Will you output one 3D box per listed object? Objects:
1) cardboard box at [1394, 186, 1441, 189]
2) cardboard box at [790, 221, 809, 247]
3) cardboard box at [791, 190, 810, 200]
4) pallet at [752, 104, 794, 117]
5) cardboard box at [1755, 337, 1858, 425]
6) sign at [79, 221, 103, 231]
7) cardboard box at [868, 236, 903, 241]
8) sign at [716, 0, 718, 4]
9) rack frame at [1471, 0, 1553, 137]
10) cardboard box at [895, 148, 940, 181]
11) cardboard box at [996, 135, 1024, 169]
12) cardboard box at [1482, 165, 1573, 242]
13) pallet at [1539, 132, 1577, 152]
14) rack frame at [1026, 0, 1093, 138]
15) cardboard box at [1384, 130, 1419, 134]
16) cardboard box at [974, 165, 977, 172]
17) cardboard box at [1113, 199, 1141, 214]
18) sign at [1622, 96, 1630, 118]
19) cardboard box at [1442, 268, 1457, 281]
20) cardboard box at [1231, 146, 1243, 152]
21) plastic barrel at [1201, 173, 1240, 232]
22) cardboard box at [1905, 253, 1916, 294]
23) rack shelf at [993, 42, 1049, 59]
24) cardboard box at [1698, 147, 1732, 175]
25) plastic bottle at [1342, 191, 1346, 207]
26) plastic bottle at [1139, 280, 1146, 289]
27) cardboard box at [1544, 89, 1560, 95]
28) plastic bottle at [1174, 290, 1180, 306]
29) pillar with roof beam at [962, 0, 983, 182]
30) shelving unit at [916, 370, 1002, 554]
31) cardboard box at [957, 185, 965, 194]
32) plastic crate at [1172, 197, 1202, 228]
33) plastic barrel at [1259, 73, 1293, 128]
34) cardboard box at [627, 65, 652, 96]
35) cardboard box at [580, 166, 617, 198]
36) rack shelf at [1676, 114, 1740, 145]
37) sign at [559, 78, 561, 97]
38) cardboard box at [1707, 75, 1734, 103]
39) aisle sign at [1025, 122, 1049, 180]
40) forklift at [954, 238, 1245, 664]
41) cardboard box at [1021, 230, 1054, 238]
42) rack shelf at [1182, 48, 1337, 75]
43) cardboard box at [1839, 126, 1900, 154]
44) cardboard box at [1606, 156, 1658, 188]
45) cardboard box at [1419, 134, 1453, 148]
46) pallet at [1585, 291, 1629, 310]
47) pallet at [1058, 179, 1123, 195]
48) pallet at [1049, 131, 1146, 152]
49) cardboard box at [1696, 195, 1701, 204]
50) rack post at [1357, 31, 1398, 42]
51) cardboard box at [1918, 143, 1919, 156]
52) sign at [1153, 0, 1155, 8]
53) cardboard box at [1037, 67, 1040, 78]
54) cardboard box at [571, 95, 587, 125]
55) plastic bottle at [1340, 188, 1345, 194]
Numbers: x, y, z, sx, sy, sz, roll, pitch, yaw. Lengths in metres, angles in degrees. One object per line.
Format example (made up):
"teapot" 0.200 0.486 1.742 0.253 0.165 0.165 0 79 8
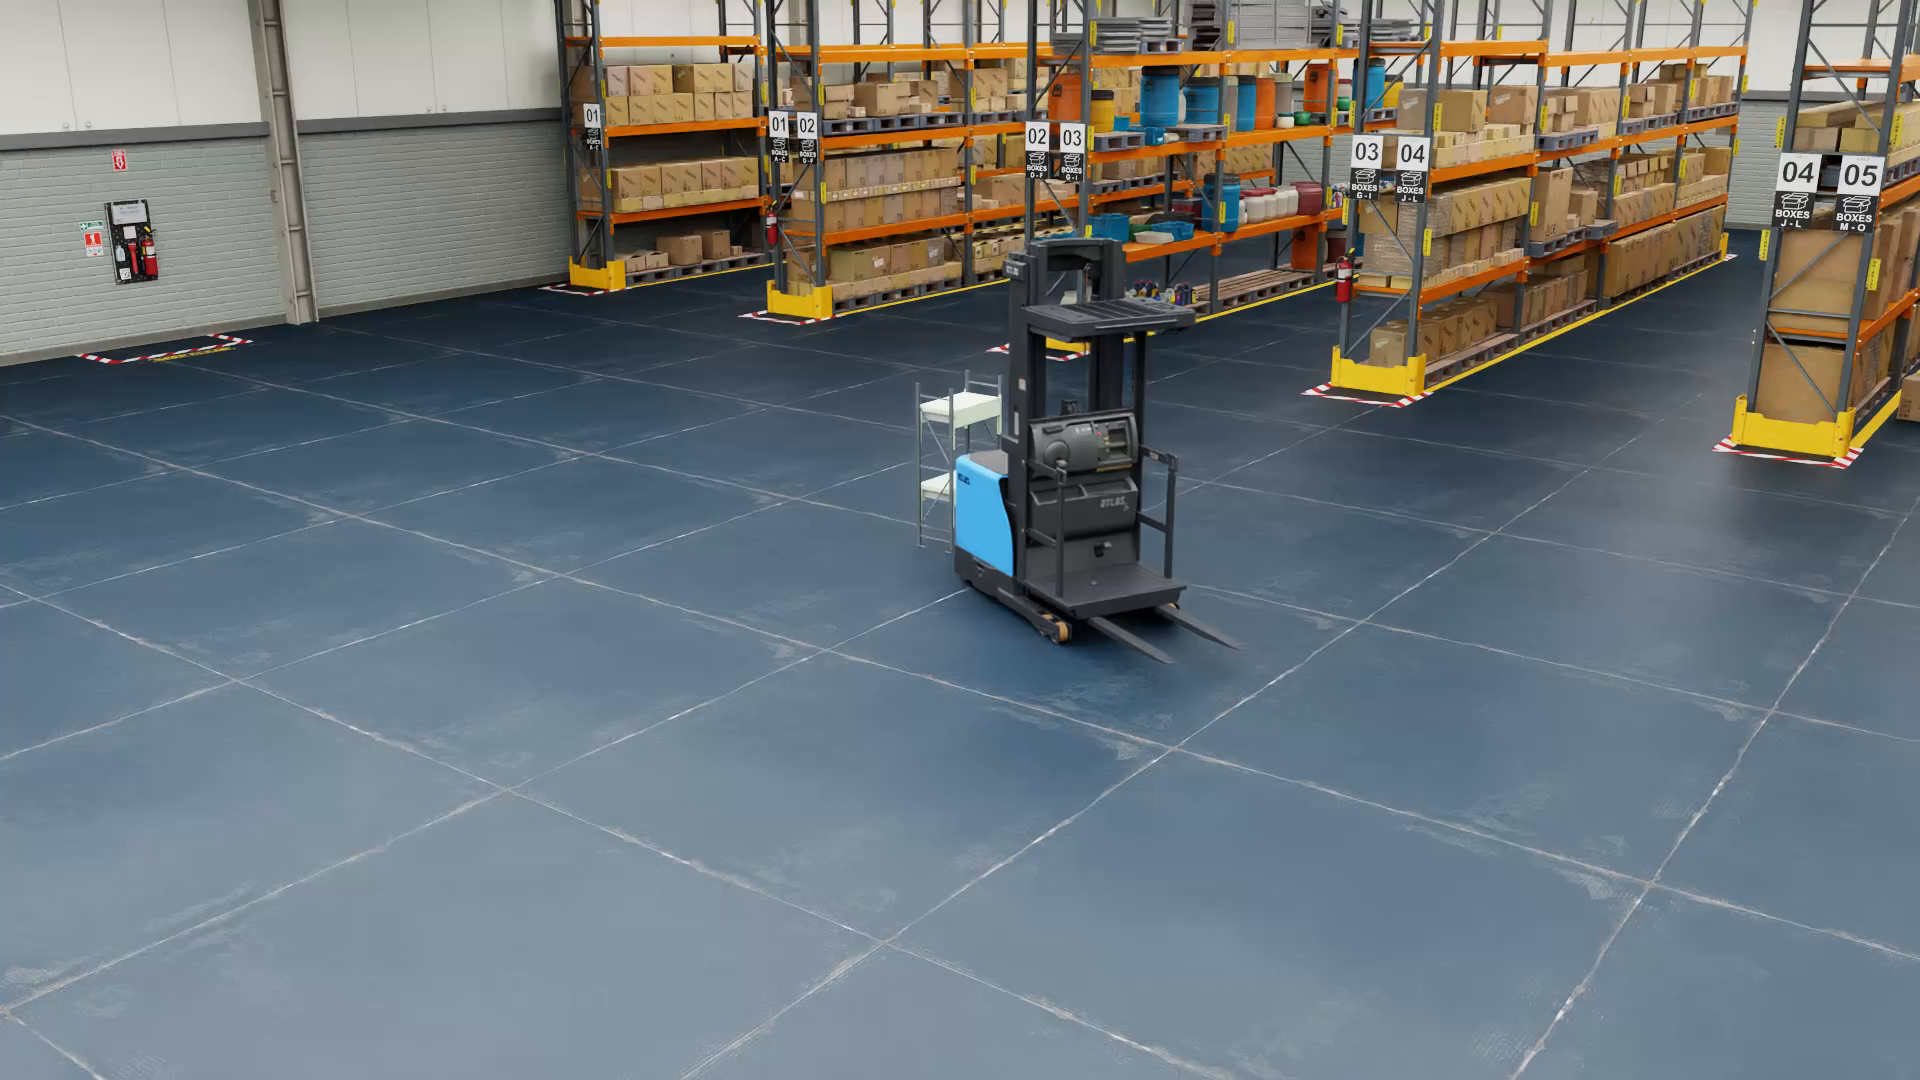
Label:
"cardboard box" 6.077 -4.456 22.185 0.500 0.500 0.500 12 21 35
"cardboard box" -3.503 -6.280 33.889 0.700 0.500 0.500 12 21 34
"cardboard box" -2.524 -5.609 26.991 0.380 0.149 0.250 12 21 34
"pallet" -3.743 -8.425 32.580 1.213 0.211 1.003 12 21 35
"cardboard box" 9.629 -1.834 18.972 0.875 0.875 0.875 13 21 35
"sign" -12.338 -4.466 23.619 0.001 0.109 0.331 12 21 35
"cardboard box" -1.339 -5.032 29.058 0.500 0.500 0.500 12 21 35
"sign" -4.645 -10.437 31.844 0.100 0.325 0.005 12 21 35
"rack frame" 7.738 -7.193 23.239 1.000 3.000 0.127 12 21 35
"cardboard box" -0.775 -6.519 28.829 0.700 0.500 0.500 12 21 35
"cardboard box" 0.907 -9.129 39.083 0.980 0.700 0.700 13 21 36
"cardboard box" 8.324 -4.979 24.507 1.000 1.000 1.000 13 21 35
"pallet" 8.191 -5.799 24.125 1.213 0.211 1.003 12 21 35
"rack frame" 1.377 -7.115 22.990 1.000 3.000 0.127 12 21 35
"cardboard box" 5.724 -5.238 21.581 0.380 0.149 0.250 13 21 35
"cardboard box" 0.164 -8.427 37.718 0.380 0.149 0.250 12 21 35
"cardboard box" 3.471 -7.049 35.099 0.500 0.250 0.500 12 21 35
"sign" 10.556 -6.864 26.365 0.100 0.325 0.005 12 21 35
"cardboard box" 6.328 -3.516 21.936 0.380 0.149 0.250 12 21 35
"cardboard box" 5.979 -8.941 37.129 0.500 0.500 0.500 13 22 36
"plastic barrel" 4.234 -5.481 26.997 0.600 0.901 0.708 12 21 35
"cardboard box" 11.451 -3.409 20.917 0.875 0.550 0.550 12 21 35
"rack shelf" 1.762 -11.666 39.531 1.077 0.370 4.000 12 21 35
"cardboard box" 14.809 -7.452 32.676 0.500 0.500 0.500 13 21 35
"plastic bottle" 7.053 -6.280 30.612 0.061 0.283 0.133 12 21 35
"plastic bottle" 2.946 -4.029 26.892 0.144 0.351 0.185 13 22 36
"cardboard box" 9.036 -6.692 25.672 0.500 0.500 0.500 12 21 33
"plastic bottle" 3.430 -3.820 26.331 0.061 0.283 0.133 14 22 38
"pillar with roof beam" 3.750 -11.283 36.410 9.100 9.000 0.400 12 21 35
"shelving unit" -0.004 -0.715 15.022 0.431 1.500 0.755 12 21 35
"cardboard box" -0.240 -7.643 37.721 0.750 0.750 0.750 13 22 36
"plastic crate" 3.803 -5.403 27.483 0.402 0.464 0.583 12 21 35
"plastic barrel" 5.480 -7.671 28.990 0.600 0.901 0.600 0 17 0
"cardboard box" -5.815 -8.128 29.419 0.500 0.500 0.500 12 21 34
"cardboard box" -6.469 -6.447 29.907 0.500 0.500 0.500 12 21 34
"rack shelf" 13.696 -7.799 31.460 1.077 0.370 4.000 12 21 35
"sign" -7.013 -7.959 29.272 0.100 0.325 0.005 12 21 35
"cardboard box" 14.621 -8.781 32.366 0.700 0.500 0.500 11 20 31
"aisle sign" 1.096 -5.527 23.608 0.394 0.787 0.004 12 21 35
"forklift" 1.072 -0.761 12.759 1.130 2.935 3.031 -9 19 -26
"cardboard box" 1.446 -5.774 31.769 0.500 0.311 0.500 12 21 34
"rack shelf" 4.952 -8.010 27.757 1.077 0.370 4.000 12 21 35
"cardboard box" 9.772 -4.295 17.841 0.500 0.250 0.500 12 21 35
"cardboard box" 11.713 -6.445 29.087 0.797 0.503 0.637 13 21 35
"cardboard box" 5.937 -4.996 20.803 0.380 0.149 0.250 13 21 36
"pallet" 10.652 -4.123 28.172 1.003 0.211 1.213 12 21 35
"pallet" 2.515 -7.114 33.425 1.213 0.211 1.003 12 21 35
"pallet" 1.948 -5.772 24.041 1.003 0.211 1.213 12 21 35
"cardboard box" 13.720 -6.434 31.334 0.380 0.149 0.250 13 21 35
"rack post" 7.423 -9.230 30.643 0.937 0.300 0.954 15 23 40
"cardboard box" 10.943 -4.541 19.305 0.380 0.149 0.250 12 21 34
"sign" 4.126 -11.434 35.187 0.100 0.325 0.005 12 21 35
"cardboard box" 1.522 -11.070 38.894 0.500 0.500 0.500 12 21 34
"cardboard box" -6.534 -7.635 29.518 0.500 0.500 0.500 14 22 39
"plastic bottle" 7.367 -6.677 32.030 0.097 0.201 0.097 0 17 0
